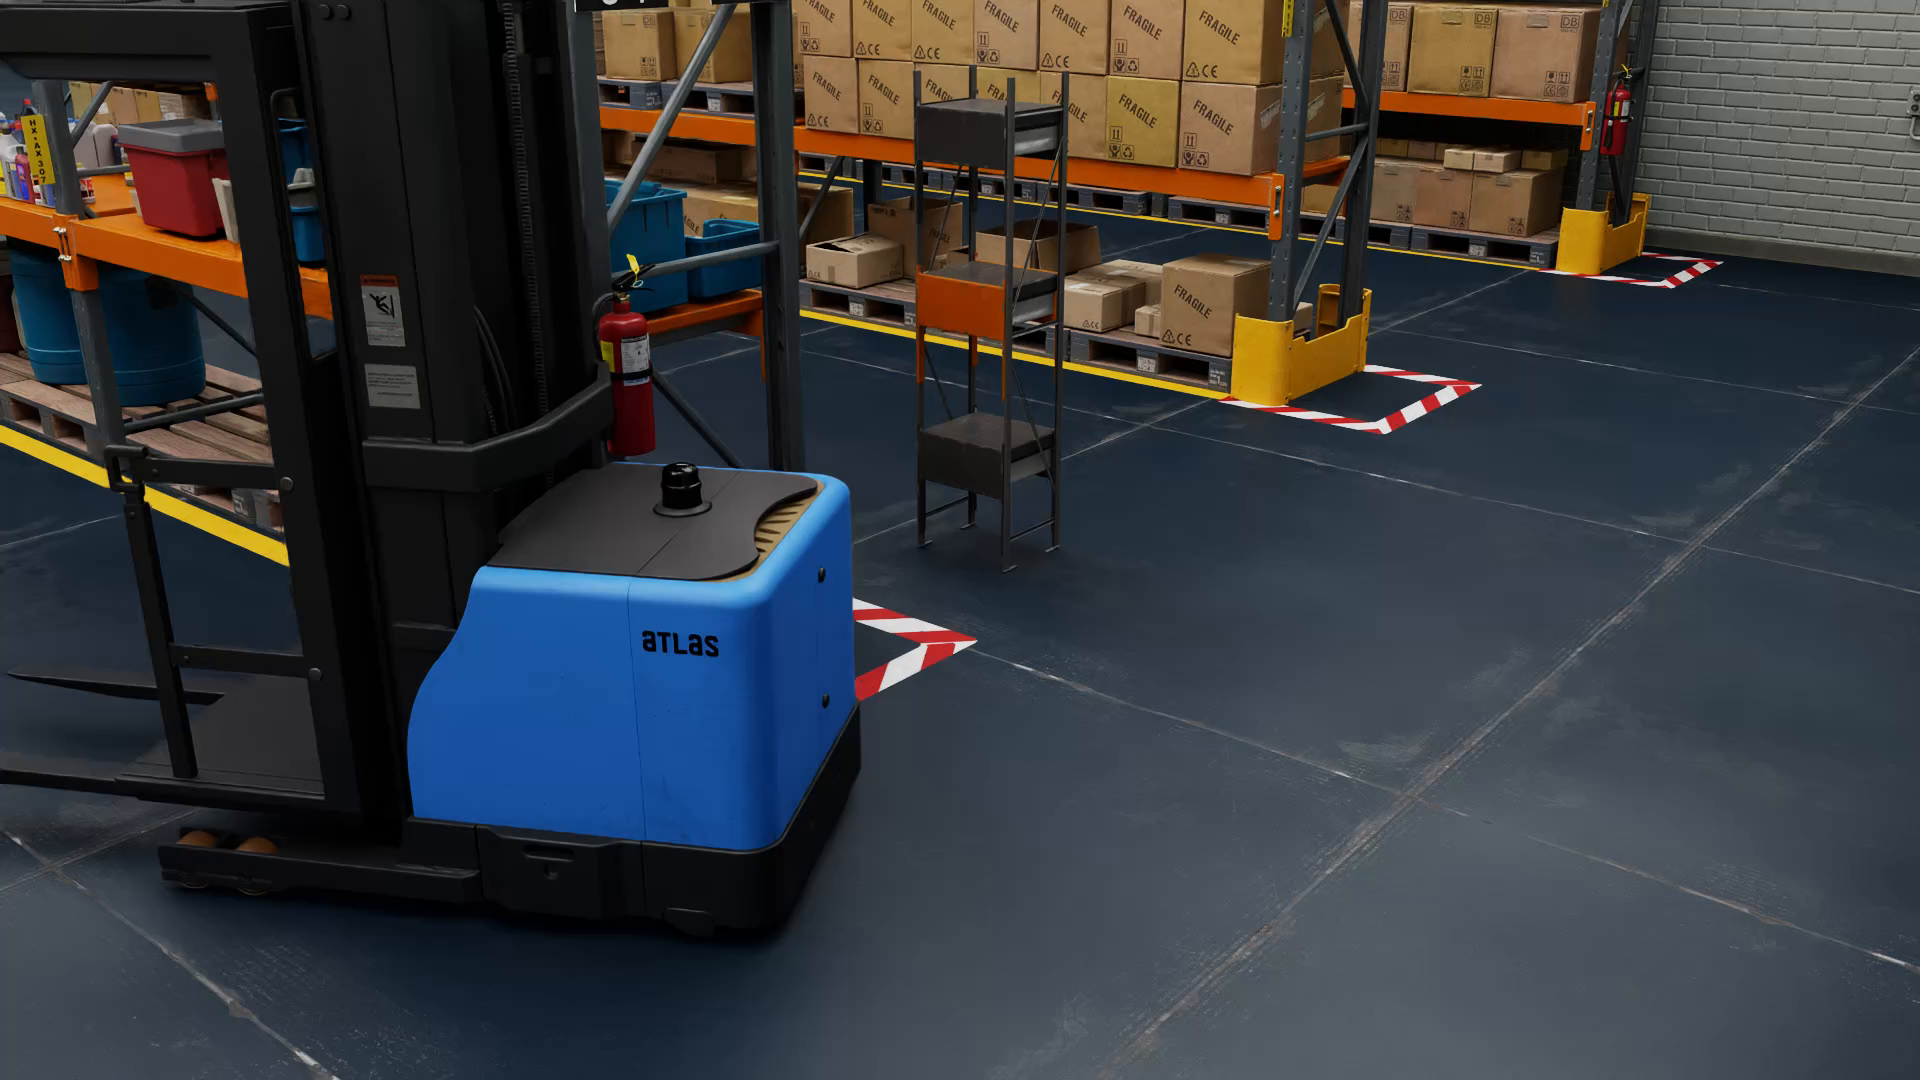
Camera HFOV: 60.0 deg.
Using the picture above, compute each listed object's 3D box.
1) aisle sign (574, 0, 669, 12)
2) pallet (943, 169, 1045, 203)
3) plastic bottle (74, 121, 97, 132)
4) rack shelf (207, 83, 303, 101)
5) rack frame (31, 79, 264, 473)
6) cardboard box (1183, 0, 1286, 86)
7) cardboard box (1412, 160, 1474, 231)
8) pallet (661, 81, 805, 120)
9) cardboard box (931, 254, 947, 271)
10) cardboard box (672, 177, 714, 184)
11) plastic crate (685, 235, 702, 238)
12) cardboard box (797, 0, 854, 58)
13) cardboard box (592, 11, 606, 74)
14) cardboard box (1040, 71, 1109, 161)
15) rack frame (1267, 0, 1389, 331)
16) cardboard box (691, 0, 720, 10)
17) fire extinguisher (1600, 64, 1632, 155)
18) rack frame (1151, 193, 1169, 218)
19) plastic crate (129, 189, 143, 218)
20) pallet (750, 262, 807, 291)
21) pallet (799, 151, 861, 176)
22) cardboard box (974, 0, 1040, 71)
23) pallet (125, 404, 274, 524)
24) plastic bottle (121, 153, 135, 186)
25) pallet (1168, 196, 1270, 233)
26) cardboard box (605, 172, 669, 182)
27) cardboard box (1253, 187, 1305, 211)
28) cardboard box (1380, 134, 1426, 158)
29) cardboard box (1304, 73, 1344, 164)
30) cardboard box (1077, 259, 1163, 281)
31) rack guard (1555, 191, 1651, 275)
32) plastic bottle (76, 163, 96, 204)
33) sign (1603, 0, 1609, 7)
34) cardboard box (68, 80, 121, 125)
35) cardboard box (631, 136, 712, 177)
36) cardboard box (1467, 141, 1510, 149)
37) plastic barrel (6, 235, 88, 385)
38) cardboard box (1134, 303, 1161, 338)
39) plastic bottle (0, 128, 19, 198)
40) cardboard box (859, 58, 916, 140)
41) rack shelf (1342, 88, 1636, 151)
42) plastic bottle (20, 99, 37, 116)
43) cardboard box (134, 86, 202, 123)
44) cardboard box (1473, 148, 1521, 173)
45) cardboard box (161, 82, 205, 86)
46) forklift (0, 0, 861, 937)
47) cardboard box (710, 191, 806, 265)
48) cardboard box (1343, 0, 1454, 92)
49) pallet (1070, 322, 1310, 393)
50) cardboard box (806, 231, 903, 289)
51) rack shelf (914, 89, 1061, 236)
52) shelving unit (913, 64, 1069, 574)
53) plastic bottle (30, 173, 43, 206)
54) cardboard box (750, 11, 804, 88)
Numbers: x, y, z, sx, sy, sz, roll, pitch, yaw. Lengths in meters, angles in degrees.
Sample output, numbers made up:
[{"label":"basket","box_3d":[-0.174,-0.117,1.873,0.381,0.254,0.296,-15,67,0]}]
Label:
[{"label":"aisle sign","box_3d":[-1.115,-2.123,5.363,0.004,0.787,0.394,16,26,36]},{"label":"pallet","box_3d":[0.585,-3.723,17.240,1.213,0.211,1.003,16,26,36]},{"label":"plastic bottle","box_3d":[-5.099,-2.303,9.700,0.135,0.276,0.152,16,26,36]},{"label":"rack shelf","box_3d":[-5.598,-4.251,15.709,4.000,0.370,1.077,16,26,36]},{"label":"rack frame","box_3d":[-4.084,-1.895,8.443,0.127,3.000,1.000,16,26,36]},{"label":"cardboard box","box_3d":[1.631,-2.895,9.535,0.500,0.500,0.500,16,26,36]},{"label":"cardboard box","box_3d":[4.286,-2.979,14.263,0.500,0.500,0.700,16,26,36]},{"label":"pallet","box_3d":[-1.499,-3.367,12.618,1.213,0.211,1.003,16,26,36]},{"label":"cardboard box","box_3d":[0.000,-2.004,12.147,0.250,0.149,0.380,16,26,36]},{"label":"cardboard box","box_3d":[-1.973,-2.689,13.467,0.500,0.500,0.500,16,26,37]},{"label":"plastic crate","box_3d":[-1.164,-1.147,6.747,0.298,0.136,0.250,16,26,36]},{"label":"cardboard box","box_3d":[-0.762,-3.581,11.355,0.500,0.500,0.500,17,26,38]},{"label":"cardboard box","box_3d":[-2.901,-4.018,13.336,0.700,0.500,0.500,-16,26,-37]},{"label":"cardboard box","box_3d":[0.843,-2.656,10.319,0.500,0.500,0.500,16,26,37]},{"label":"rack frame","box_3d":[2.150,-2.356,9.665,0.127,3.000,1.000,16,26,36]},{"label":"cardboard box","box_3d":[-2.687,-6.253,19.234,0.700,0.500,0.500,-18,27,-39]},{"label":"fire extinguisher","box_3d":[5.104,-3.341,12.914,0.183,0.674,0.296,16,26,36]},{"label":"rack frame","box_3d":[2.180,-4.604,15.625,0.127,3.000,1.000,16,26,36]},{"label":"plastic crate","box_3d":[-3.814,-1.657,8.100,0.243,0.136,0.396,16,26,36]},{"label":"pallet","box_3d":[-1.603,-2.115,12.978,1.213,0.211,1.003,16,26,36]},{"label":"pallet","box_3d":[-1.523,-4.366,18.947,1.213,0.211,1.003,16,26,36]},{"label":"cardboard box","box_3d":[0.437,-3.236,10.441,0.500,0.500,0.500,17,27,38]},{"label":"pallet","box_3d":[-3.490,-0.437,8.528,1.213,0.211,1.003,16,26,36]},{"label":"plastic bottle","box_3d":[-4.550,-2.053,9.143,0.097,0.201,0.097,0,21,0]},{"label":"pallet","box_3d":[2.720,-3.108,15.610,1.213,0.211,1.003,16,26,36]},{"label":"cardboard box","box_3d":[-2.674,-2.654,13.374,0.500,0.500,0.500,15,25,35]},{"label":"cardboard box","box_3d":[3.082,-3.323,15.176,0.500,0.500,0.700,16,26,36]},{"label":"cardboard box","box_3d":[3.913,-3.480,14.672,0.250,0.149,0.380,16,26,37]},{"label":"cardboard box","box_3d":[1.973,-2.574,10.101,0.500,0.500,0.500,17,26,37]},{"label":"cardboard box","box_3d":[1.133,-1.697,11.192,0.500,0.250,0.500,16,26,36]},{"label":"rack guard","box_3d":[5.298,-2.536,13.685,0.348,0.500,1.175,16,26,36]},{"label":"plastic bottle","box_3d":[-4.529,-1.840,8.579,0.097,0.201,0.097,0,21,0]},{"label":"sign","box_3d":[4.925,-4.219,12.627,0.005,0.325,0.100,16,26,36]},{"label":"cardboard box","box_3d":[-9.583,-4.895,18.637,0.500,0.500,0.500,16,26,36]},{"label":"cardboard box","box_3d":[-2.334,-3.145,13.614,0.500,0.250,0.500,15,26,35]},{"label":"cardboard box","box_3d":[4.504,-3.310,14.223,0.250,0.149,0.380,16,26,36]},{"label":"plastic barrel","box_3d":[-5.043,-1.394,9.493,0.708,0.901,0.600,16,26,36]},{"label":"cardboard box","box_3d":[1.316,-1.405,10.536,0.250,0.166,0.380,16,26,36]},{"label":"plastic bottle","box_3d":[-5.003,-1.988,8.759,0.185,0.351,0.144,16,26,36]},{"label":"cardboard box","box_3d":[-0.328,-2.994,11.215,0.500,0.500,0.500,17,26,37]},{"label":"rack shelf","box_3d":[3.730,-3.821,14.569,4.000,0.370,1.077,16,26,36]},{"label":"plastic bottle","box_3d":[-5.617,-2.489,10.088,0.185,0.351,0.144,16,26,36]},{"label":"cardboard box","box_3d":[-8.414,-4.563,17.757,0.500,0.500,0.500,16,26,36]},{"label":"cardboard box","box_3d":[4.459,-3.149,13.796,0.250,0.149,0.380,16,26,36]},{"label":"cardboard box","box_3d":[-8.472,-4.817,18.431,0.500,0.500,0.500,16,26,36]},{"label":"forklift","box_3d":[-1.894,-0.503,4.847,3.031,2.935,1.130,4,21,10]},{"label":"cardboard box","box_3d":[-1.513,-2.317,12.479,0.500,0.500,0.500,16,26,36]},{"label":"cardboard box","box_3d":[3.722,-4.295,14.380,0.700,0.700,0.980,15,25,34]},{"label":"pallet","box_3d":[1.473,-1.246,10.673,1.213,0.211,1.003,16,26,36]},{"label":"cardboard box","box_3d":[-0.761,-2.044,12.023,0.500,0.311,0.500,16,26,36]},{"label":"rack shelf","box_3d":[0.128,-1.588,6.958,0.480,0.518,0.431,16,26,36]},{"label":"shelving unit","box_3d":[0.128,-0.946,7.200,0.503,2.100,0.431,16,26,36]},{"label":"plastic bottle","box_3d":[-4.701,-1.820,8.526,0.097,0.201,0.097,0,21,0]},{"label":"cardboard box","box_3d":[-1.175,-3.659,12.383,0.500,0.500,0.700,7,22,18]}]
